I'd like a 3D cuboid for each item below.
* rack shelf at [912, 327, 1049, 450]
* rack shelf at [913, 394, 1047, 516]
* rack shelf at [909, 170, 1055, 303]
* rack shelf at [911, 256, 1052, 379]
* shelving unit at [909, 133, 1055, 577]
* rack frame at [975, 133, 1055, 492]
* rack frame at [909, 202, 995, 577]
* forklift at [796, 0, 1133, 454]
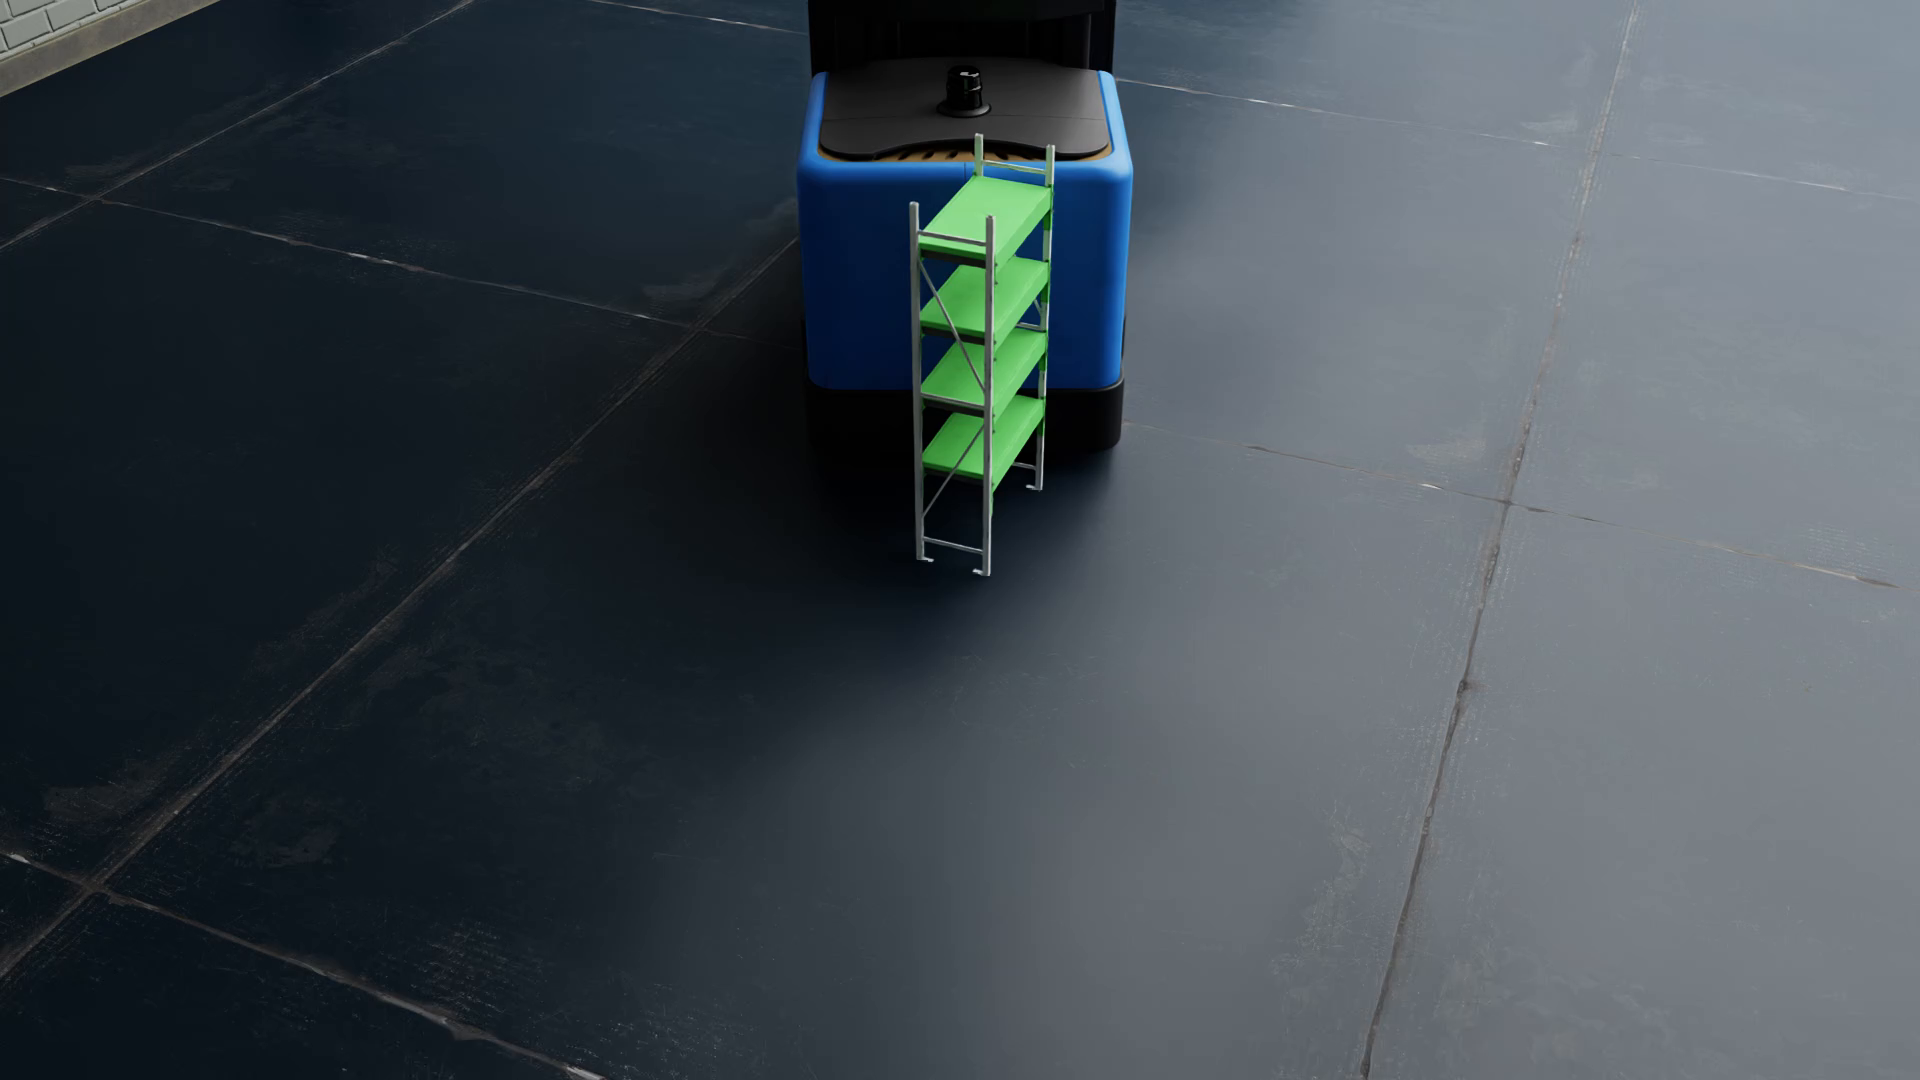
[{"bbox_3d":[0.068,-0.482,4.999,0.258,0.148,0.480,13,39,17],"label":"rack shelf"},{"bbox_3d":[0.068,-0.290,5.143,0.258,0.148,0.480,13,39,17],"label":"rack shelf"},{"bbox_3d":[0.068,-0.866,4.712,0.258,0.148,0.480,13,39,17],"label":"rack shelf"},{"bbox_3d":[0.068,-0.674,4.855,0.258,0.148,0.480,13,39,17],"label":"rack shelf"},{"bbox_3d":[0.068,-0.533,4.961,0.258,1.200,0.503,13,39,17],"label":"shelving unit"},{"bbox_3d":[0.157,-0.669,5.143,0.240,1.200,0.015,13,39,17],"label":"rack frame"},{"bbox_3d":[-0.021,-0.397,4.779,0.240,1.200,0.015,13,39,17],"label":"rack frame"},{"bbox_3d":[0.005,-2.310,5.892,1.130,2.935,3.031,0,37,0],"label":"forklift"}]
